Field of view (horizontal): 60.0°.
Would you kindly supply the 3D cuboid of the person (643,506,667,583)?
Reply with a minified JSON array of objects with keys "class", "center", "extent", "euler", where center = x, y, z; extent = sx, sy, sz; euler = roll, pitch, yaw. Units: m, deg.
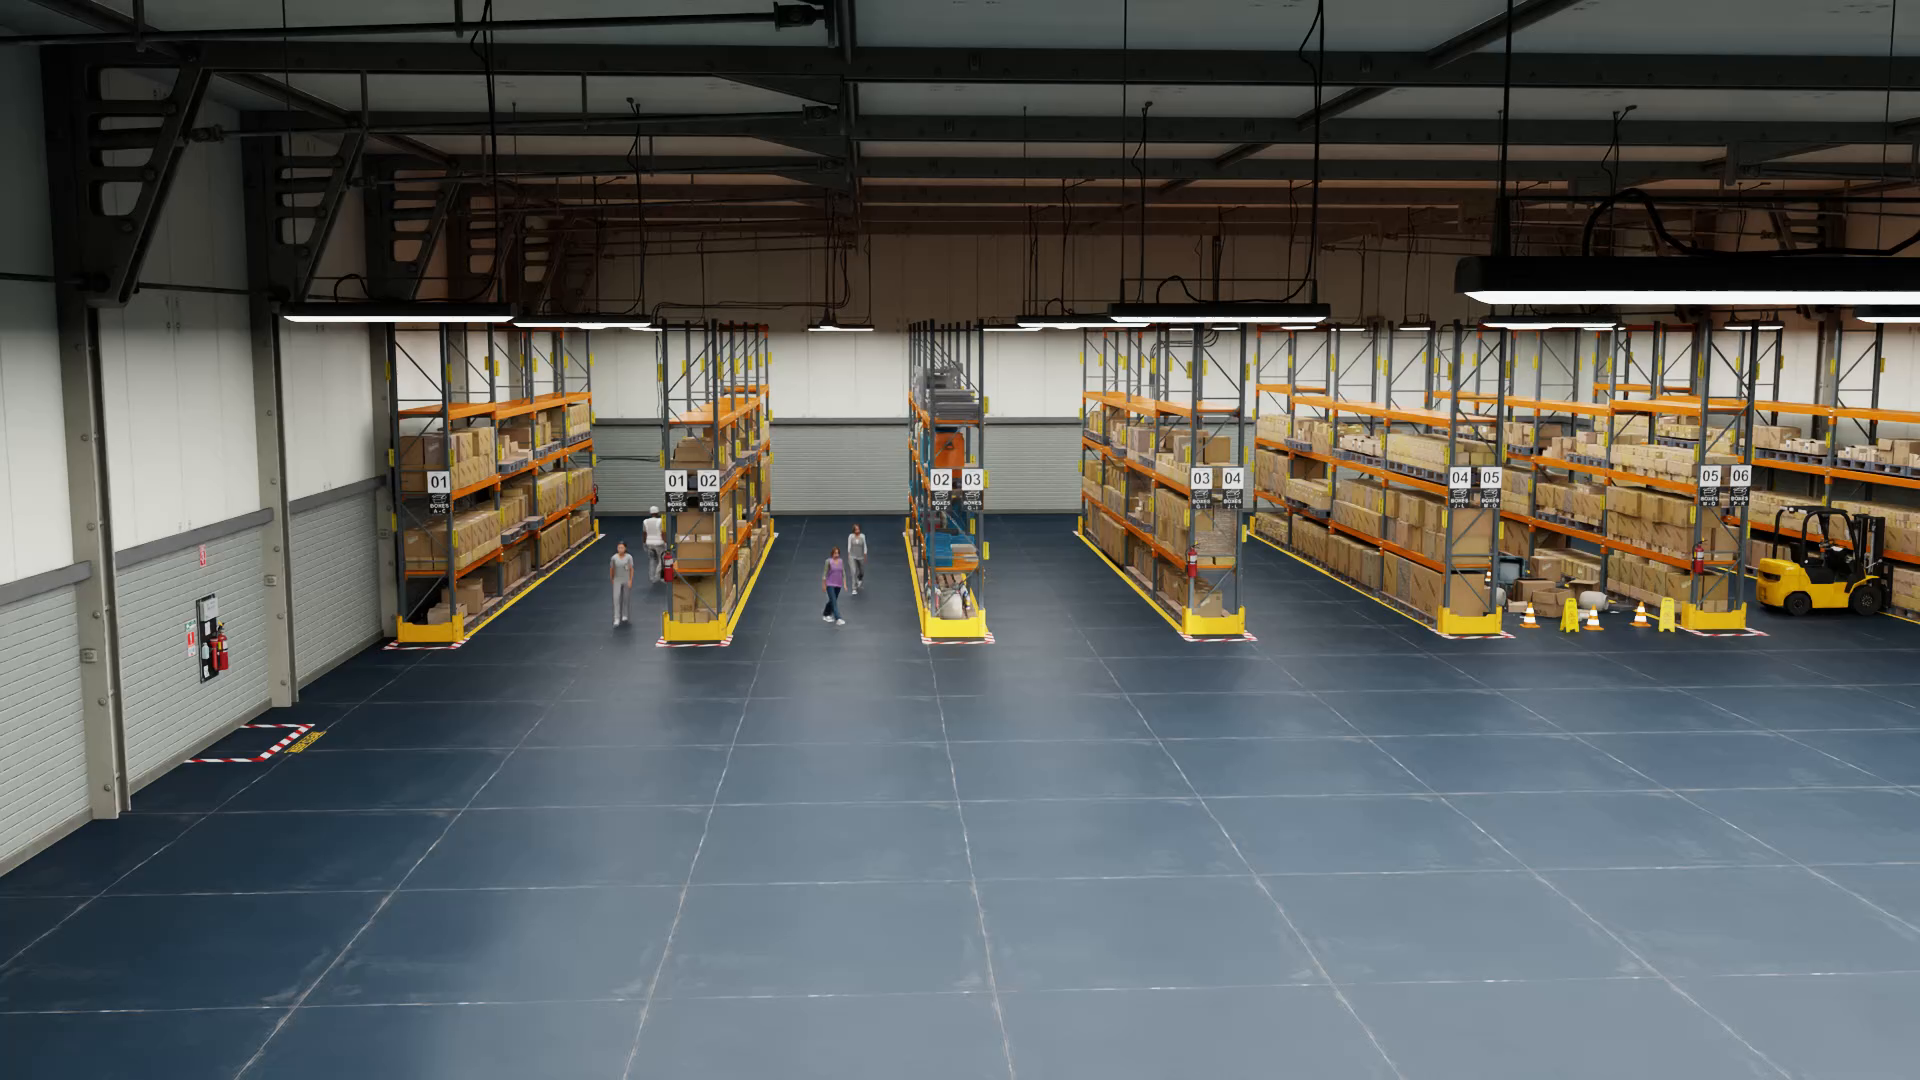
[{"class":"person","center":[-7.044,0.108,38.381],"extent":[0.603,1.785,0.517],"euler":[3,8,20]}]

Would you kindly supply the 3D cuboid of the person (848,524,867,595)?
[{"class":"person","center":[-2.277,0.392,36.823],"extent":[0.421,1.561,0.768],"euler":[-1,7,-5]}]

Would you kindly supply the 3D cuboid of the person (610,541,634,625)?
[{"class":"person","center":[-6.682,0.833,32.919],"extent":[0.454,1.623,0.964],"euler":[-2,7,-17]}]

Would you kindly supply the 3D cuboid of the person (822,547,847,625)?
[{"class":"person","center":[-2.453,0.896,32.755],"extent":[0.436,1.536,1.002],"euler":[-6,9,-40]}]

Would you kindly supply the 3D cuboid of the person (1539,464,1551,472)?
[{"class":"person","center":[18.268,-1.602,52.079],"extent":[0.521,1.760,0.604],"euler":[-3,8,-20]}]
